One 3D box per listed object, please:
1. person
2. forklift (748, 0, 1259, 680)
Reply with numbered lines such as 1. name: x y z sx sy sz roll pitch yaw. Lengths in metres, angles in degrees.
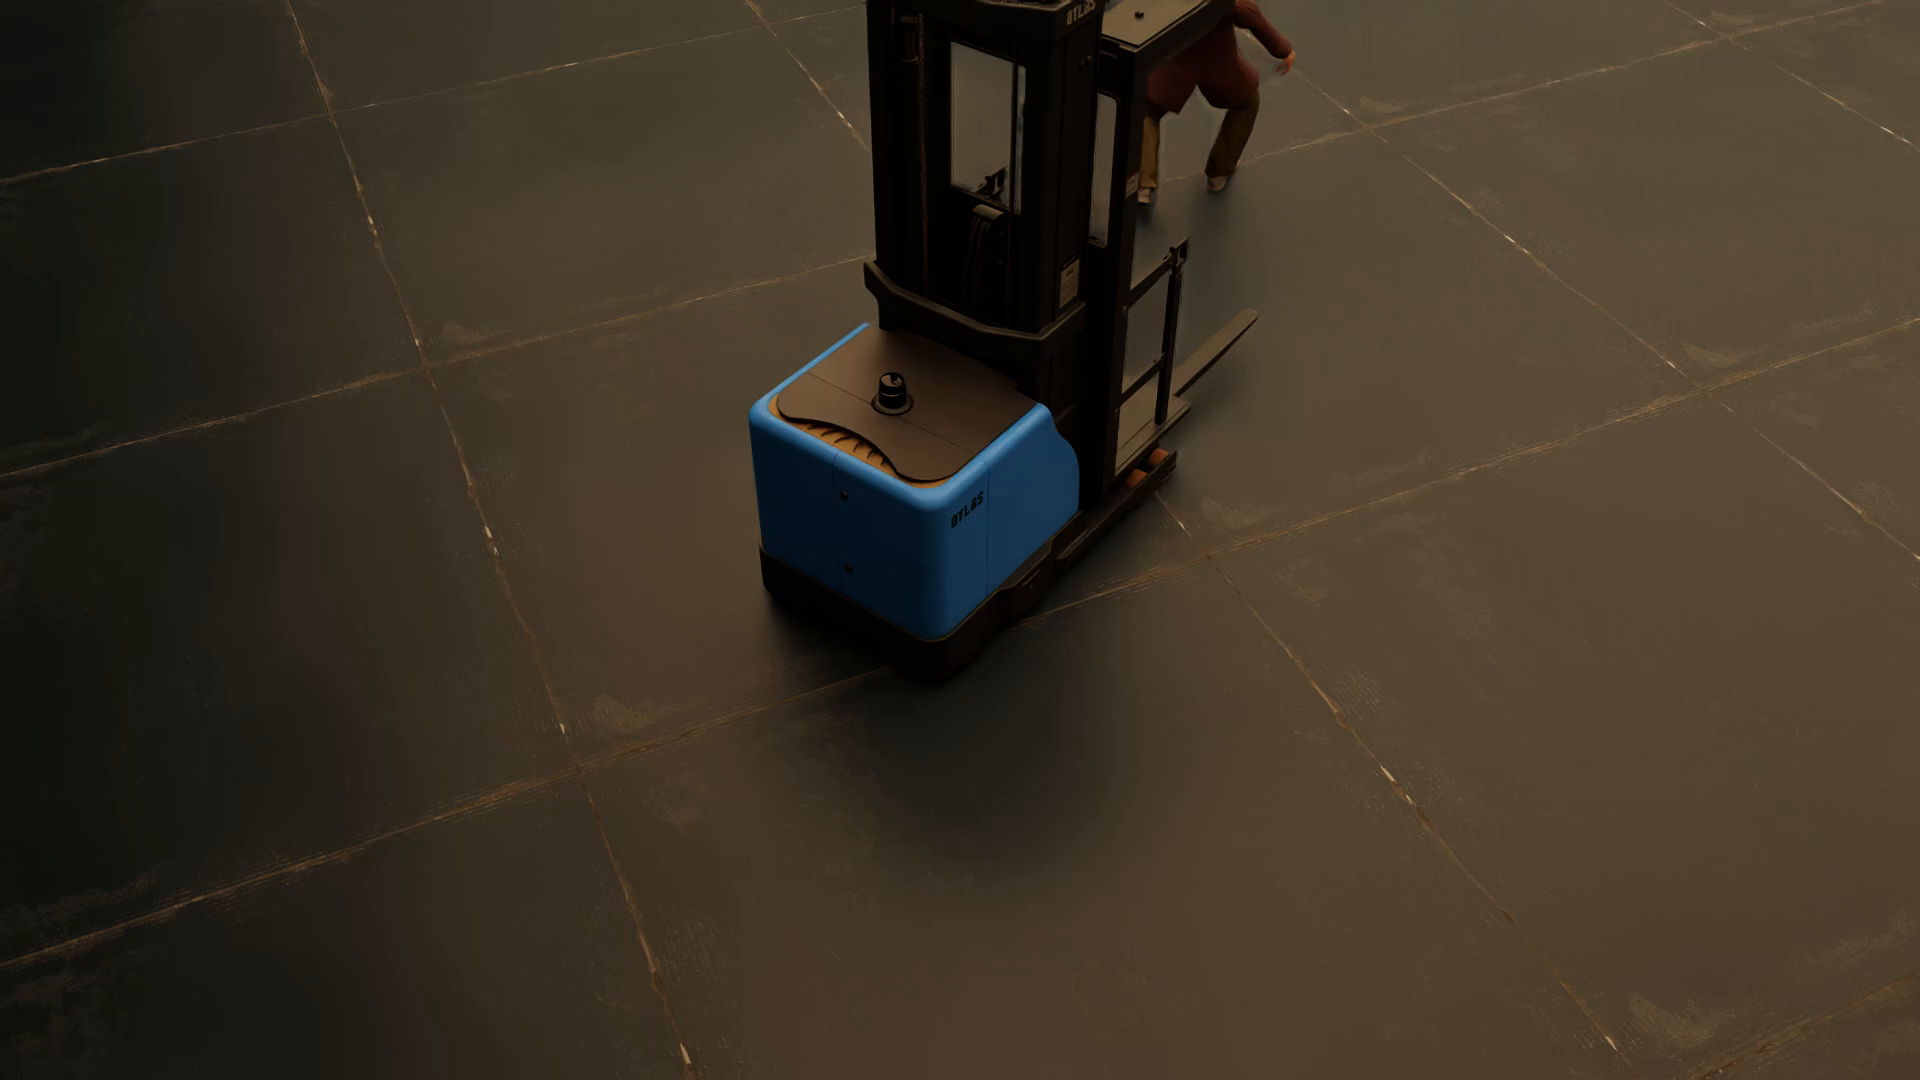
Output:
1. person: 1.471 -2.746 9.580 0.884 1.616 0.932 7 43 7
2. forklift: 0.400 -1.430 7.213 1.130 2.935 3.031 27 50 26
